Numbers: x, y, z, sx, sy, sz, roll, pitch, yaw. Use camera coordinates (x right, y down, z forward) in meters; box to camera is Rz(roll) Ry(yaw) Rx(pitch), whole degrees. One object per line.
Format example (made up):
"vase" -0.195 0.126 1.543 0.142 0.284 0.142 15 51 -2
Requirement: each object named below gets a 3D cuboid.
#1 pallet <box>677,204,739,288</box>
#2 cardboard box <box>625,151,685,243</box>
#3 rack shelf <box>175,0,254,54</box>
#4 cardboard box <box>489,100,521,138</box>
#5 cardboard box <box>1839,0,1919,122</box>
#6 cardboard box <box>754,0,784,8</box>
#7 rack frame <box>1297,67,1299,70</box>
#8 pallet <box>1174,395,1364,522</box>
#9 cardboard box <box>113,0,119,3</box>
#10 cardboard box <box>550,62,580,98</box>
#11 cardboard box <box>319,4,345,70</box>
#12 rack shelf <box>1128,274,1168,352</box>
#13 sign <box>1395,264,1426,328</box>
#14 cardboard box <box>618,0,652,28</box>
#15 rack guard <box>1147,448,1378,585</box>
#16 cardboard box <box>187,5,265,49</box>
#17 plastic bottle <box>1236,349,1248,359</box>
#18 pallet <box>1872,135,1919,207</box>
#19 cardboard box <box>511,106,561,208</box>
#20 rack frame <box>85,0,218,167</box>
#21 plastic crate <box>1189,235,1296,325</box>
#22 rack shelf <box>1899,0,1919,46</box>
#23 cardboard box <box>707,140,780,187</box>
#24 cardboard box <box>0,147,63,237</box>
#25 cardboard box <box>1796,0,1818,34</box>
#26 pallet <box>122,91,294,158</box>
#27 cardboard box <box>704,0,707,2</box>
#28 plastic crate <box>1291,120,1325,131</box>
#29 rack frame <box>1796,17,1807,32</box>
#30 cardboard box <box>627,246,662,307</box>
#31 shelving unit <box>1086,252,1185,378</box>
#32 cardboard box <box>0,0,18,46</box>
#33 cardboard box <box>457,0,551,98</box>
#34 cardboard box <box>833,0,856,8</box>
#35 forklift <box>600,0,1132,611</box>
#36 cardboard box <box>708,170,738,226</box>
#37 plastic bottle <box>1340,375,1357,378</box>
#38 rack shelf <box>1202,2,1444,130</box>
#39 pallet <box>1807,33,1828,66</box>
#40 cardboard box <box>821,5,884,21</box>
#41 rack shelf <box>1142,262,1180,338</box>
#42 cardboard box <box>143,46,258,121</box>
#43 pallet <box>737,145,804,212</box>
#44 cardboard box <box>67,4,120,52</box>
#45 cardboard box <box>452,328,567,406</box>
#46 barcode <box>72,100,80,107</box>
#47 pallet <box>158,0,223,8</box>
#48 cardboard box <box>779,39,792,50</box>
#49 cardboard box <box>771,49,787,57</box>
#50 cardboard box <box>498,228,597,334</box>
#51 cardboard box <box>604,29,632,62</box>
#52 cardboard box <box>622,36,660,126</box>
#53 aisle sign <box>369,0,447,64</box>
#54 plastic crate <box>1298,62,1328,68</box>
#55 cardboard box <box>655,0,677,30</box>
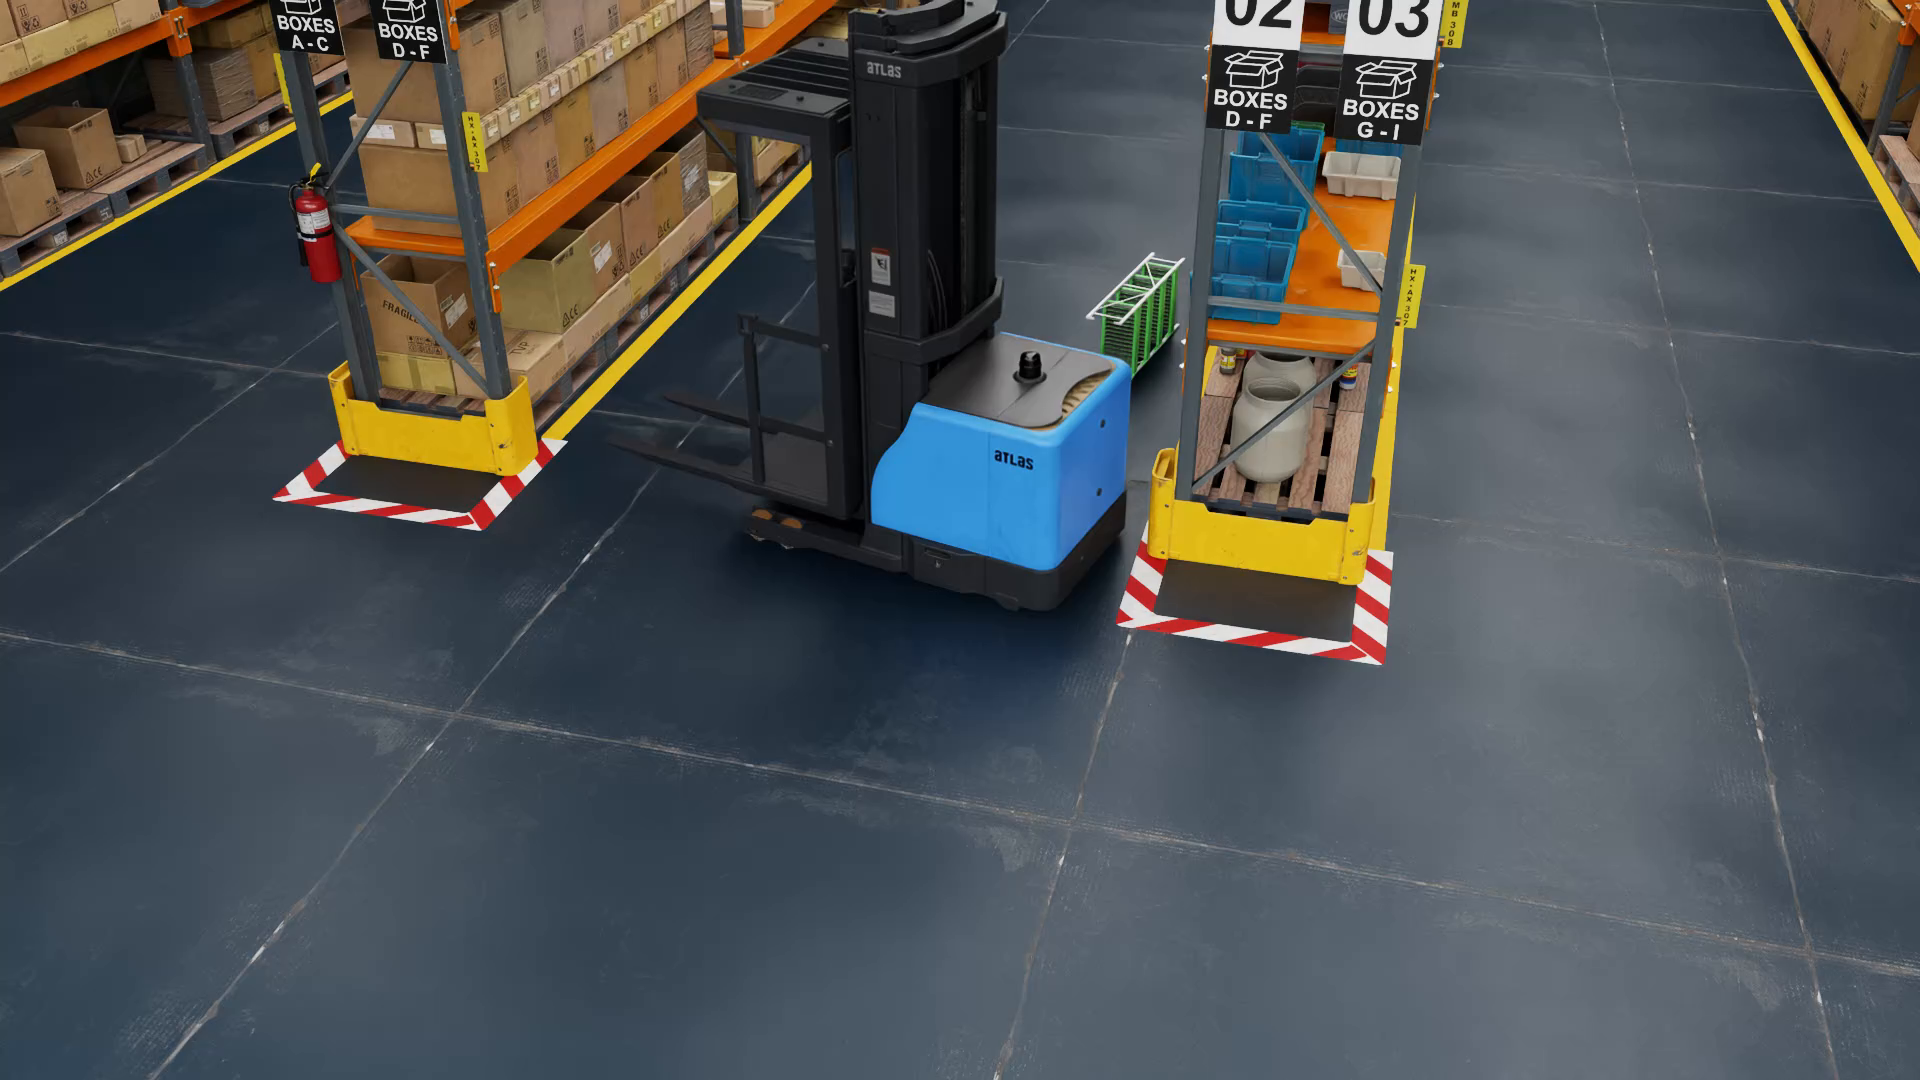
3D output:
"pallet" -2.369 -2.309 12.685 1.003 0.211 1.213 8 33 12
"cardboard box" -2.294 -2.438 11.761 0.500 0.500 0.500 8 33 12
"rack shelf" -6.412 -5.299 15.461 1.077 0.370 4.000 8 33 12
"cardboard box" -2.770 -2.444 9.601 0.380 0.149 0.250 7 33 11
"cardboard box" 8.665 -4.253 14.734 1.225 0.875 0.875 7 33 10
"cardboard box" -1.782 -4.604 13.604 0.500 0.500 0.500 10 34 16
"rack frame" 2.664 -3.216 11.513 1.000 3.000 0.127 8 33 12
"pallet" 1.834 -0.430 9.730 1.003 0.211 1.213 8 33 12
"cardboard box" -6.740 -4.539 13.017 0.500 0.500 0.500 8 33 12
"cardboard box" -2.573 -2.843 10.228 0.380 0.149 0.250 7 33 11
"cardboard box" -6.378 -4.878 16.047 0.700 0.500 0.500 8 33 12
"rack shelf" 1.240 -1.535 11.182 0.258 0.480 0.148 15 34 22
"sign" 2.179 -1.180 8.053 0.100 0.325 0.005 8 33 12
"cardboard box" -2.488 -3.729 11.017 0.700 0.500 0.500 8 33 12
"rack guard" 1.622 -0.132 8.991 1.175 0.500 0.348 8 33 12
"cardboard box" -6.640 -4.626 14.951 0.500 0.250 0.500 7 33 11
"plastic bottle" 1.781 -1.317 10.654 0.152 0.276 0.135 8 33 13
"pallet" 8.270 -3.036 13.828 1.003 0.211 1.213 8 33 12
"cardboard box" -2.882 -2.373 10.093 0.700 0.500 0.500 9 34 14
"rack frame" -6.919 -4.565 13.635 1.000 3.000 0.127 8 33 12
"plastic crate" 1.486 -1.378 8.761 0.499 0.251 0.616 8 33 12
"rack shelf" 7.962 -3.276 12.278 1.077 0.370 4.000 8 33 12
"cardboard box" -1.785 -3.085 13.478 0.500 0.250 0.500 7 33 11
"cardboard box" -7.292 -2.637 12.521 0.700 0.500 0.500 6 33 9
"cardboard box" 9.341 -5.639 16.913 1.225 0.875 0.875 8 33 13
"pallet" -6.723 -3.793 15.019 1.003 0.211 1.213 8 33 12
"cardboard box" -1.989 -4.038 12.108 0.380 0.149 0.250 8 33 12
"plastic crate" 2.046 -2.461 10.522 0.450 0.188 0.662 8 33 12
"rack frame" 9.485 -6.693 16.983 1.000 3.000 0.127 8 33 12
"cardboard box" -2.408 -1.860 11.551 0.500 0.250 0.500 8 33 12
"shelving unit" 1.163 -1.452 11.047 0.258 0.503 1.200 15 34 22
"cardboard box" -7.131 -3.750 11.775 0.500 0.500 0.500 9 34 14
"cardboard box" -2.869 -2.948 9.789 0.700 0.500 0.500 7 33 11
"cardboard box" -1.101 -5.616 17.209 0.500 0.500 0.500 9 34 14
"forklift" -0.627 -1.421 8.753 3.031 2.935 1.130 16 36 23
"cardboard box" -2.033 -2.639 12.777 0.500 0.250 0.500 8 33 12
"plastic bottle" 2.436 -1.097 10.379 0.097 0.201 0.097 0 32 0
"rack shelf" 2.156 -3.141 9.269 1.077 0.370 4.000 8 33 12
"pallet" 9.362 -5.106 17.085 1.003 0.211 1.213 8 33 12
"cardboard box" -1.006 -4.916 15.837 0.500 0.311 0.500 9 34 14
"rack shelf" 1.344 -1.647 11.366 0.258 0.480 0.148 15 34 22
"cardboard box" -6.748 -4.080 14.792 0.700 0.500 0.500 9 34 14
"pallet" -1.977 -3.103 13.935 1.003 0.211 1.213 8 33 12
"cardboard box" -6.881 -3.966 12.813 0.500 0.250 0.500 8 33 13
"cardboard box" -2.791 -1.082 10.327 0.500 0.250 0.500 8 33 12
"barcode" -7.288 -3.583 13.712 0.001 0.075 0.075 8 33 12
"pallet" -6.585 -4.861 14.279 1.003 0.211 1.213 8 33 12
"cardboard box" -1.785 -4.452 15.106 0.500 0.311 0.500 7 33 11
"cardboard box" -1.392 -4.125 14.591 0.500 0.311 0.500 9 34 14
"cardboard box" -2.666 -1.658 10.534 0.500 0.500 0.500 8 33 12
"cardboard box" -2.377 -3.241 10.855 0.380 0.149 0.250 9 34 14
"cardboard box" -2.492 -3.169 11.346 0.700 0.500 0.500 9 33 13
"aisle sign" -2.862 -2.838 8.495 0.394 0.787 0.004 8 33 12
"plastic crate" 2.490 -3.536 11.957 0.402 0.464 0.583 8 33 12
"cardboard box" -2.183 -3.638 11.478 0.380 0.149 0.250 8 33 12
